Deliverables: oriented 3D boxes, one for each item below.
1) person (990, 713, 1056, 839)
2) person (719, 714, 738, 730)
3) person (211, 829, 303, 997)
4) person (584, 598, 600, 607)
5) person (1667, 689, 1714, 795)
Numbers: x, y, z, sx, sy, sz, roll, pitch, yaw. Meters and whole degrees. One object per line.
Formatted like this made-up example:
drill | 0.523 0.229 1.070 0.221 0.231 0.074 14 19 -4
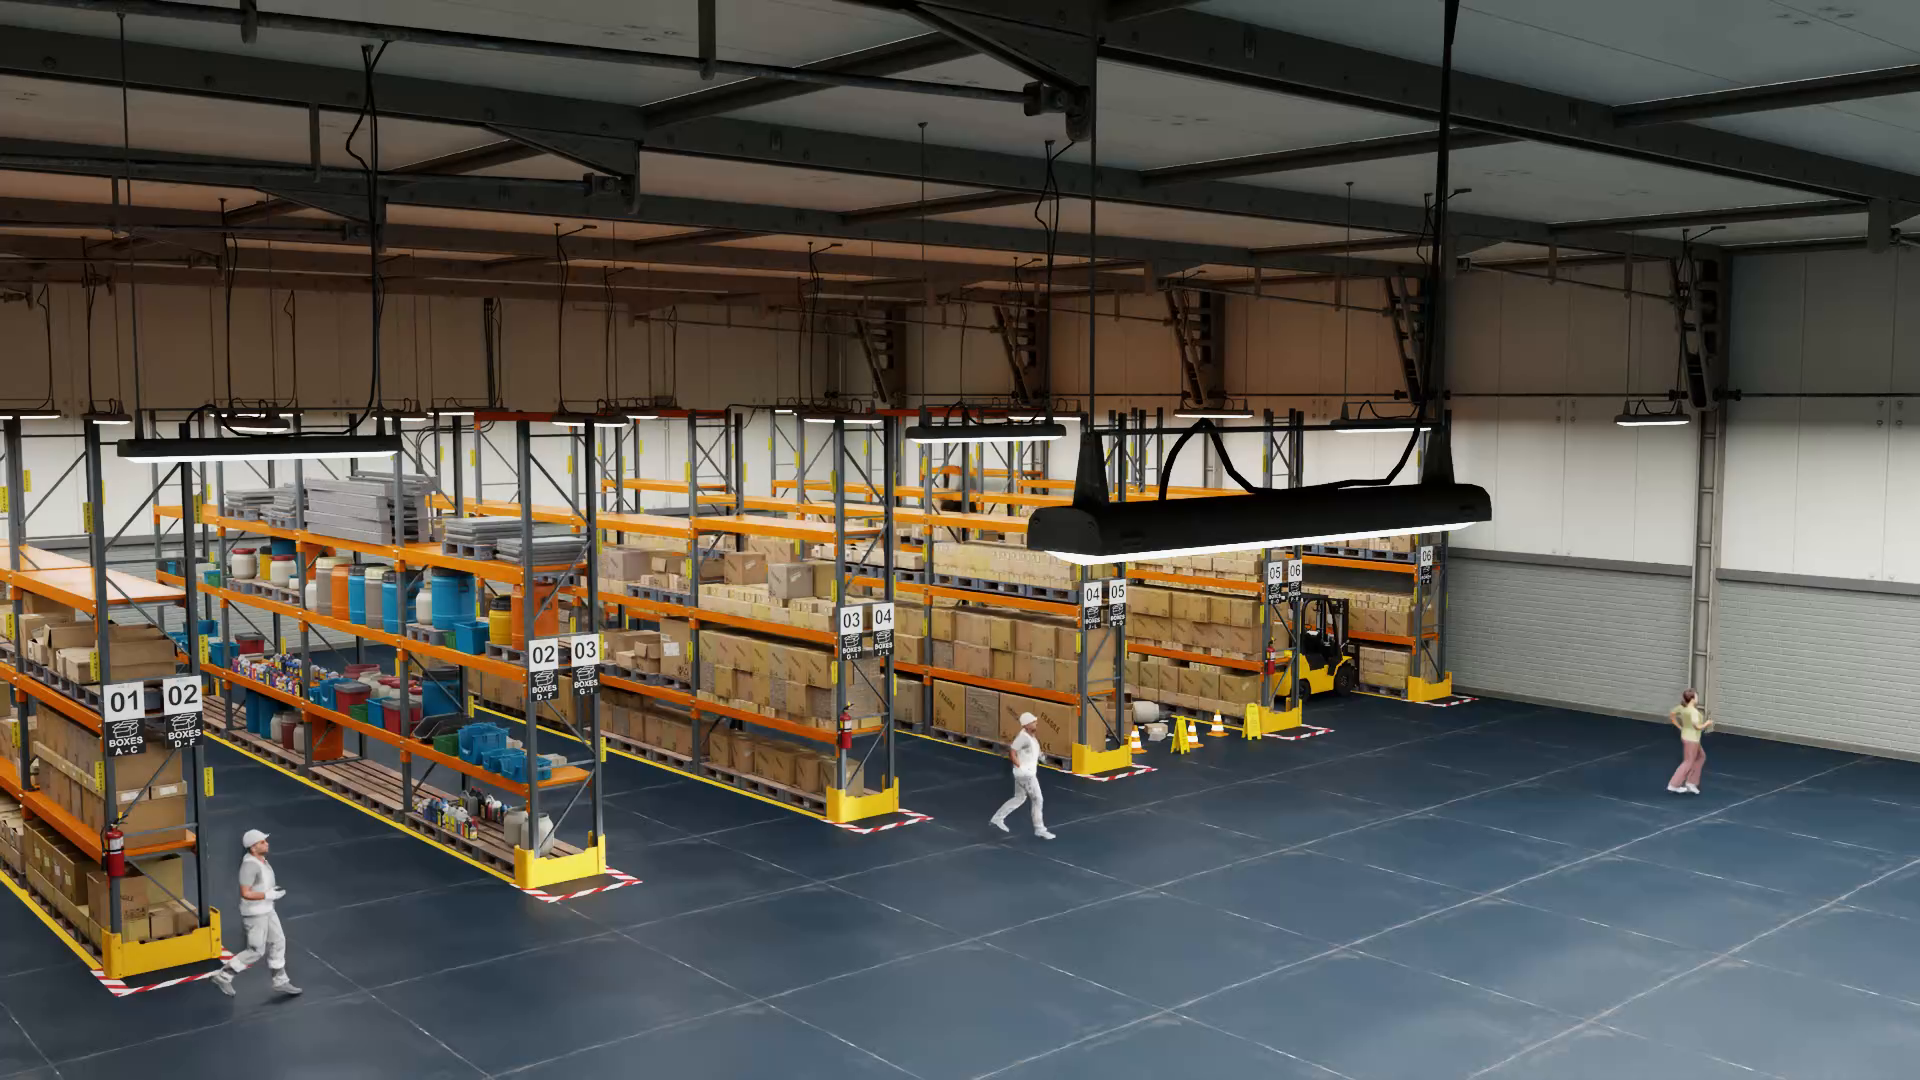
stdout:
person | 0.915 3.340 23.703 0.894 1.789 0.692 0 5 -1
person | -4.250 2.842 31.076 0.559 1.561 0.554 4 6 38
person | -7.361 3.911 17.361 0.874 1.806 0.678 -1 5 -16
person | -9.130 1.895 40.840 0.527 1.738 0.852 -5 7 -44
person | 11.513 3.199 26.217 0.669 1.708 0.542 0 5 3
